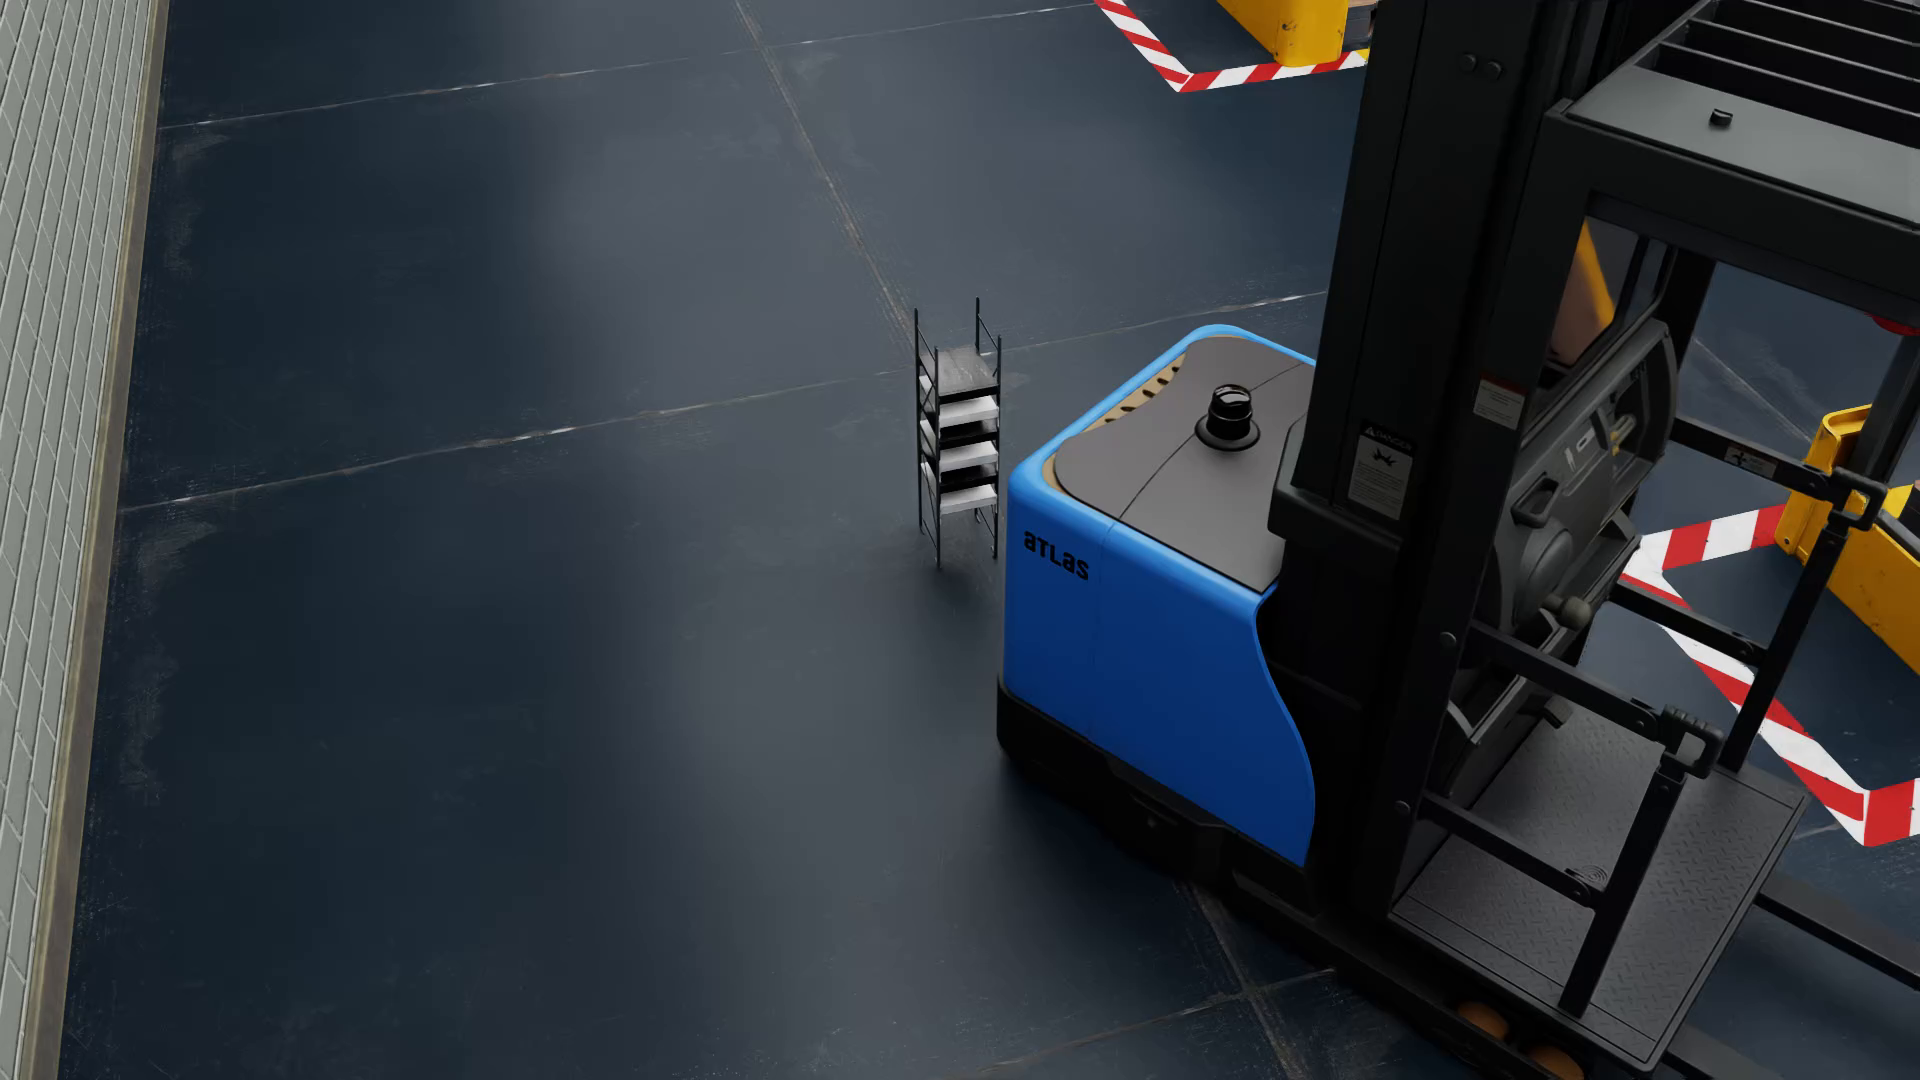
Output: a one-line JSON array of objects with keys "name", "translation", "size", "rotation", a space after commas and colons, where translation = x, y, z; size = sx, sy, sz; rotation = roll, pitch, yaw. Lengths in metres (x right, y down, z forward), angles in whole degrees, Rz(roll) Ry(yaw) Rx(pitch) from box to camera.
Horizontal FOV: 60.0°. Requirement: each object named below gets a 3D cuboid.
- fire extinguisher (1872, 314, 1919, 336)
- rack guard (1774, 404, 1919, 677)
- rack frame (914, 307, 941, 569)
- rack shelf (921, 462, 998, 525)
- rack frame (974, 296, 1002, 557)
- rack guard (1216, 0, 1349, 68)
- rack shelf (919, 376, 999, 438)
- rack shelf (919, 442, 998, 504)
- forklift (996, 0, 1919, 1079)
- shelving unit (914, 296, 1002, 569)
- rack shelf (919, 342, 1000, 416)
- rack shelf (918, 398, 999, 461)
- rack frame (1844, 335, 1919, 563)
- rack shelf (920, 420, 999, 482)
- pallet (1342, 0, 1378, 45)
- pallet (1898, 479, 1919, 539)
[{"name": "fire extinguisher", "translation": [2.878, -0.922, 4.868], "size": [0.183, 0.674, 0.296], "rotation": [-12, 42, -13]}, {"name": "rack guard", "translation": [3.139, 0.118, 5.235], "size": [0.348, 0.500, 1.175], "rotation": [-12, 42, -13]}, {"name": "rack frame", "translation": [-0.105, -0.317, 5.429], "size": [0.006, 0.900, 0.240], "rotation": [-12, 42, -13]}, {"name": "rack shelf", "translation": [-0.008, -0.177, 5.592], "size": [0.200, 0.077, 0.258], "rotation": [-12, 42, -13]}, {"name": "rack frame", "translation": [0.089, -0.357, 5.475], "size": [0.006, 0.900, 0.240], "rotation": [-12, 42, -13]}, {"name": "rack guard", "translation": [1.648, -2.998, 8.802], "size": [0.348, 0.500, 1.175], "rotation": [-12, 42, -13]}, {"name": "rack shelf", "translation": [-0.008, -0.448, 5.356], "size": [0.200, 0.077, 0.258], "rotation": [-12, 42, -13]}, {"name": "rack shelf", "translation": [-0.008, -0.244, 5.533], "size": [0.200, 0.077, 0.258], "rotation": [-12, 42, -13]}, {"name": "forklift", "translation": [1.562, -0.085, 3.620], "size": [3.031, 2.935, 1.130], "rotation": [29, 49, 29]}, {"name": "shelving unit", "translation": [-0.008, -0.337, 5.452], "size": [0.210, 0.900, 0.258], "rotation": [-12, 42, -13]}, {"name": "rack shelf", "translation": [-0.008, -0.516, 5.296], "size": [0.200, 0.077, 0.258], "rotation": [-12, 42, -13]}, {"name": "rack shelf", "translation": [-0.008, -0.380, 5.415], "size": [0.200, 0.077, 0.258], "rotation": [-12, 42, -13]}, {"name": "rack frame", "translation": [3.158, -0.836, 4.427], "size": [0.127, 3.000, 1.000], "rotation": [-12, 42, -13]}, {"name": "rack shelf", "translation": [-0.008, -0.312, 5.474], "size": [0.200, 0.077, 0.258], "rotation": [-12, 42, -13]}, {"name": "pallet", "translation": [2.410, -3.102, 9.140], "size": [1.213, 0.211, 1.003], "rotation": [-12, 42, -13]}, {"name": "pallet", "translation": [3.957, 0.075, 5.504], "size": [1.213, 0.211, 1.003], "rotation": [-12, 42, -13]}]
